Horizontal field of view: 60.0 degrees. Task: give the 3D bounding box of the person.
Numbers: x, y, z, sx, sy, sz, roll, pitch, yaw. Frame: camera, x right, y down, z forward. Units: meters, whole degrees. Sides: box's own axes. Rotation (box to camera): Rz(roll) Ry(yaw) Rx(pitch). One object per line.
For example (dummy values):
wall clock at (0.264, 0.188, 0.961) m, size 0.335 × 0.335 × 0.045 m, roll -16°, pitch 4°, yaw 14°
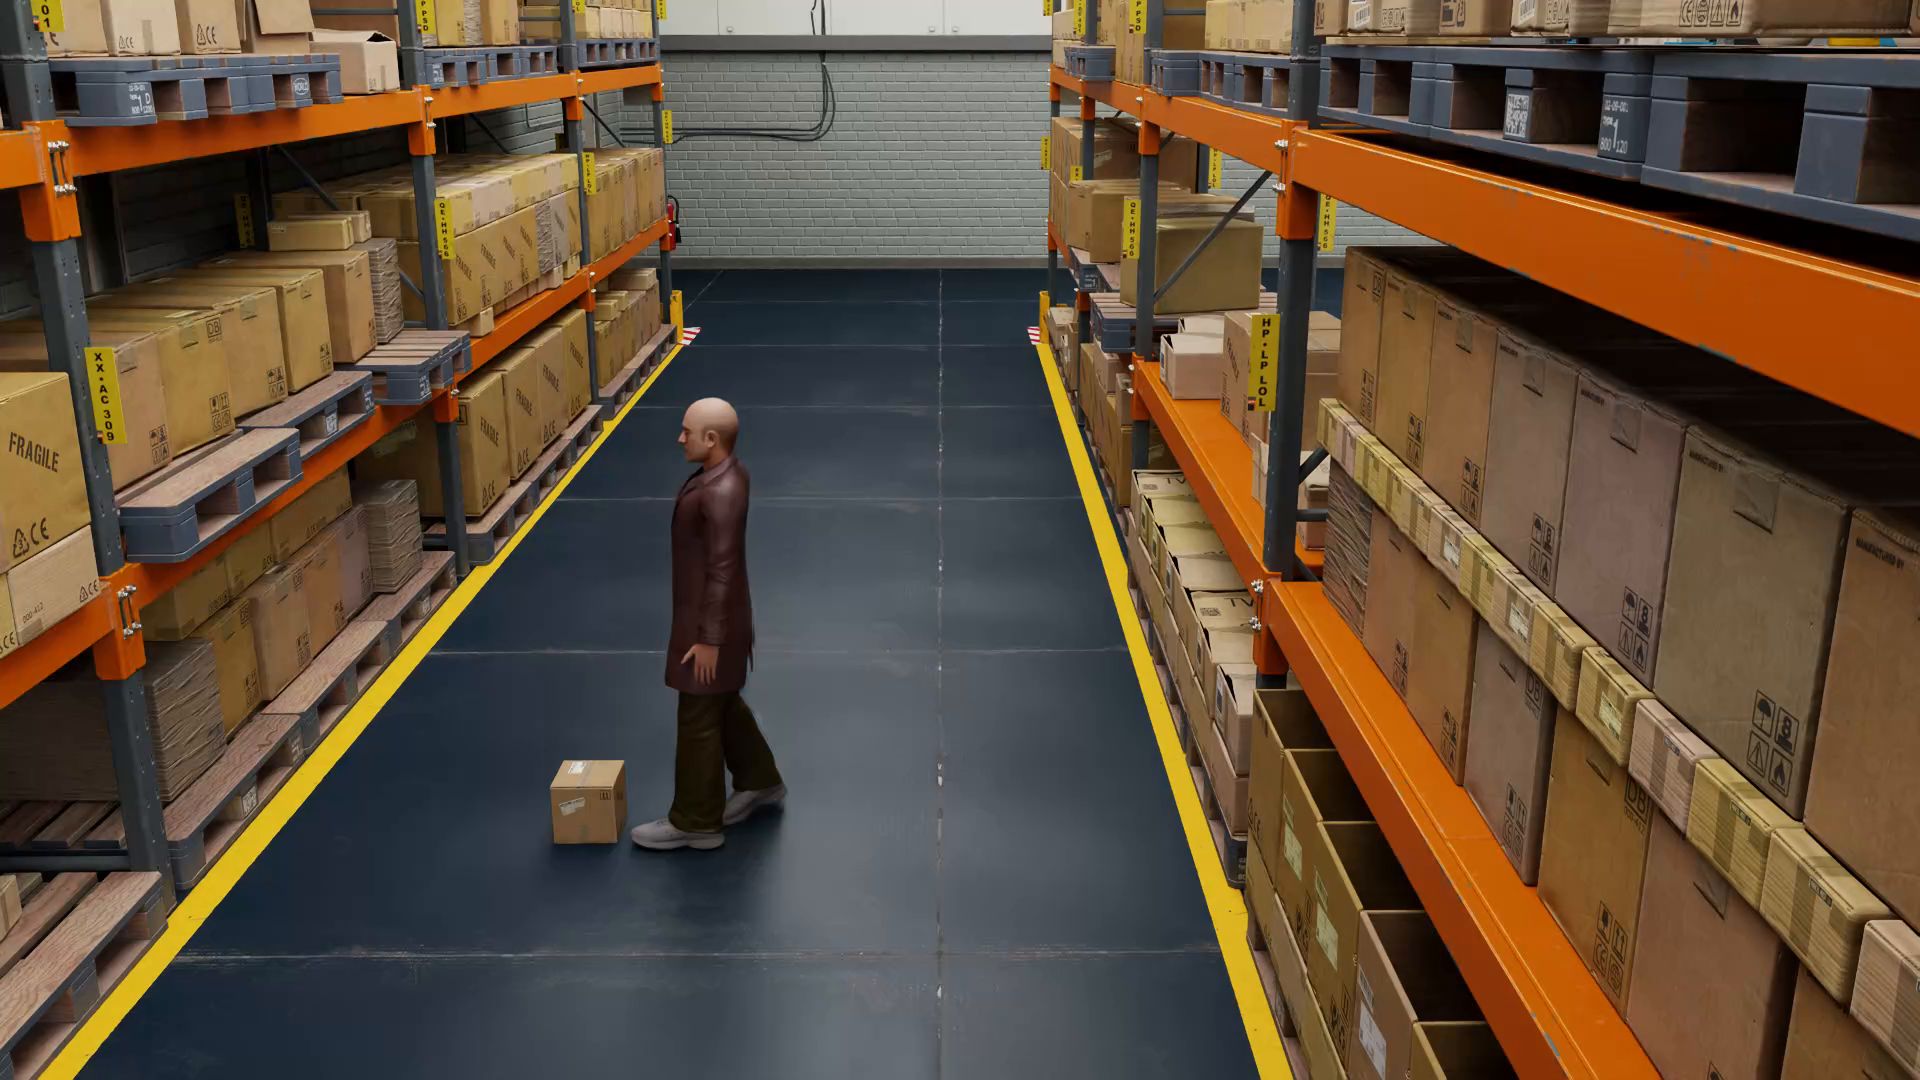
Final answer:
person at (-1.013, 0.331, 6.485) m, size 0.619 × 1.798 × 0.614 m, roll 0°, pitch 17°, yaw 0°
